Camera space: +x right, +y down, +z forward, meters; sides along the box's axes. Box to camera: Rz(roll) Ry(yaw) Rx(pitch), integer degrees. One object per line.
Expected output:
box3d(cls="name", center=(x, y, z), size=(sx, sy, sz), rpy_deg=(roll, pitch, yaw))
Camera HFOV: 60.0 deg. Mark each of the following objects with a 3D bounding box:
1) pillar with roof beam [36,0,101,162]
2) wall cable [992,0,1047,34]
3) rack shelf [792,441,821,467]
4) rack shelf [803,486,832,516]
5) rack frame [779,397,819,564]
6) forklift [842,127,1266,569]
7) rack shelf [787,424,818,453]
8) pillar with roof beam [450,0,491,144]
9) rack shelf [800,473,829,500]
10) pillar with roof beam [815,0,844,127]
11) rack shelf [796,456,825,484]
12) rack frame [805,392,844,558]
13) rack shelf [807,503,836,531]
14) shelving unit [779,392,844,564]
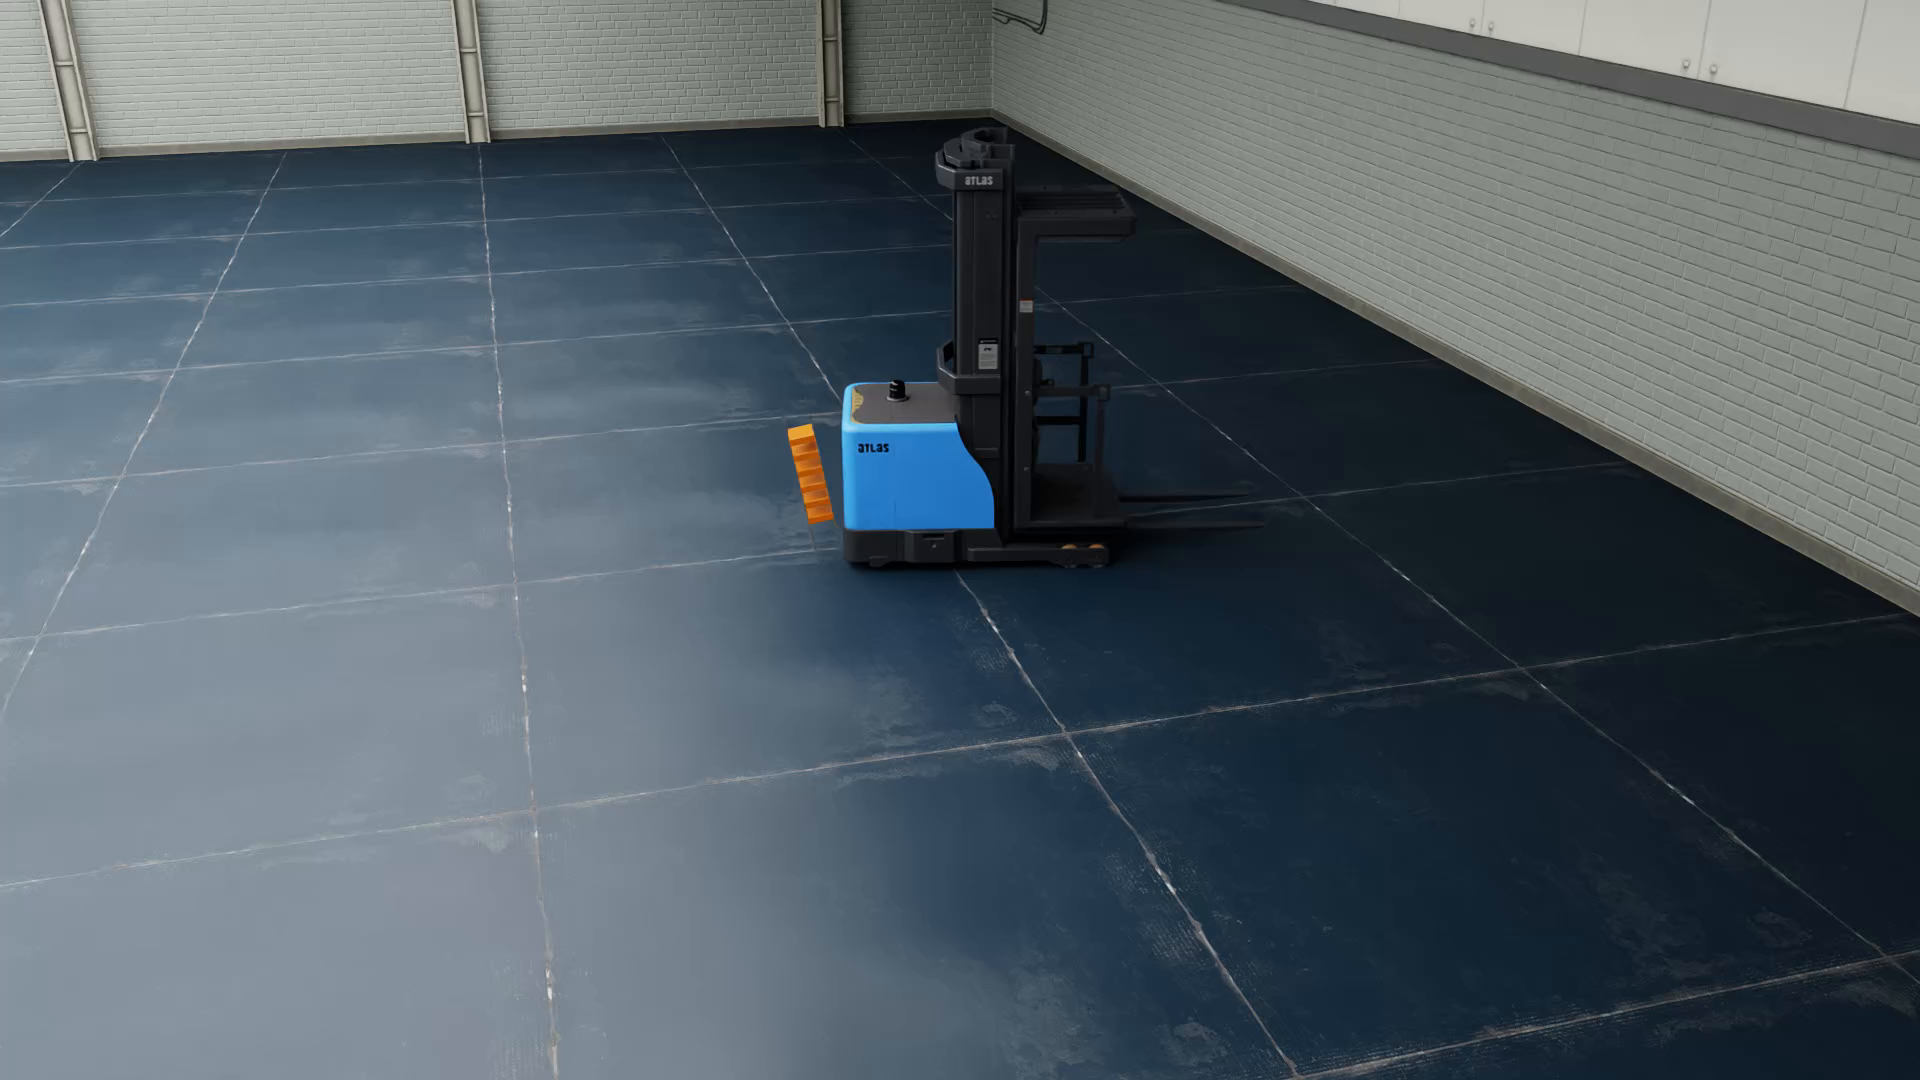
box3d(cls="pillar with roof beam", center=(-12.650, -8.515, 20.682), size=(0.400, 9.000, 9.100), rpy_deg=(-6, 24, -14))
box3d(cls="wall cable", center=(0.934, -9.812, 27.643), size=(0.112, 2.526, 3.097), rpy_deg=(-6, 24, -14))
box3d(cls="rack shelf", center=(-1.077, -0.604, 11.629), size=(0.180, 0.103, 0.258), rpy_deg=(-13, 24, -3))
box3d(cls="rack shelf", center=(-1.012, -0.283, 11.777), size=(0.180, 0.103, 0.258), rpy_deg=(-13, 24, -3))
box3d(cls="rack frame", center=(-1.130, -0.409, 11.704), size=(0.006, 1.200, 0.240), rpy_deg=(-13, 24, -3))
box3d(cls="forklift", center=(0.673, -1.353, 11.687), size=(3.031, 2.935, 1.130), rpy_deg=(-1, 23, -2))
box3d(cls="rack shelf", center=(-1.099, -0.711, 11.579), size=(0.180, 0.103, 0.258), rpy_deg=(-13, 24, -3))
box3d(cls="pillar with roof beam", center=(-6.873, -9.154, 22.171), size=(0.400, 9.000, 9.100), rpy_deg=(-6, 24, -14))
box3d(cls="rack shelf", center=(-1.033, -0.390, 11.727), size=(0.180, 0.103, 0.258), rpy_deg=(-13, 24, -3))
box3d(cls="pillar with roof beam", center=(-1.096, -9.793, 23.661), size=(0.400, 9.000, 9.100), rpy_deg=(-6, 24, -14))
box3d(cls="rack shelf", center=(-1.055, -0.497, 11.678), size=(0.180, 0.103, 0.258), rpy_deg=(-13, 24, -3))
box3d(cls="rack frame", center=(-0.952, -0.450, 11.714), size=(0.006, 1.200, 0.240), rpy_deg=(-13, 24, -3))
box3d(cls="rack shelf", center=(-0.990, -0.175, 11.826), size=(0.180, 0.103, 0.258), rpy_deg=(-13, 24, -3))
box3d(cls="shelving unit", center=(-1.041, -0.430, 11.709), size=(0.189, 1.200, 0.258), rpy_deg=(-13, 24, -3))
